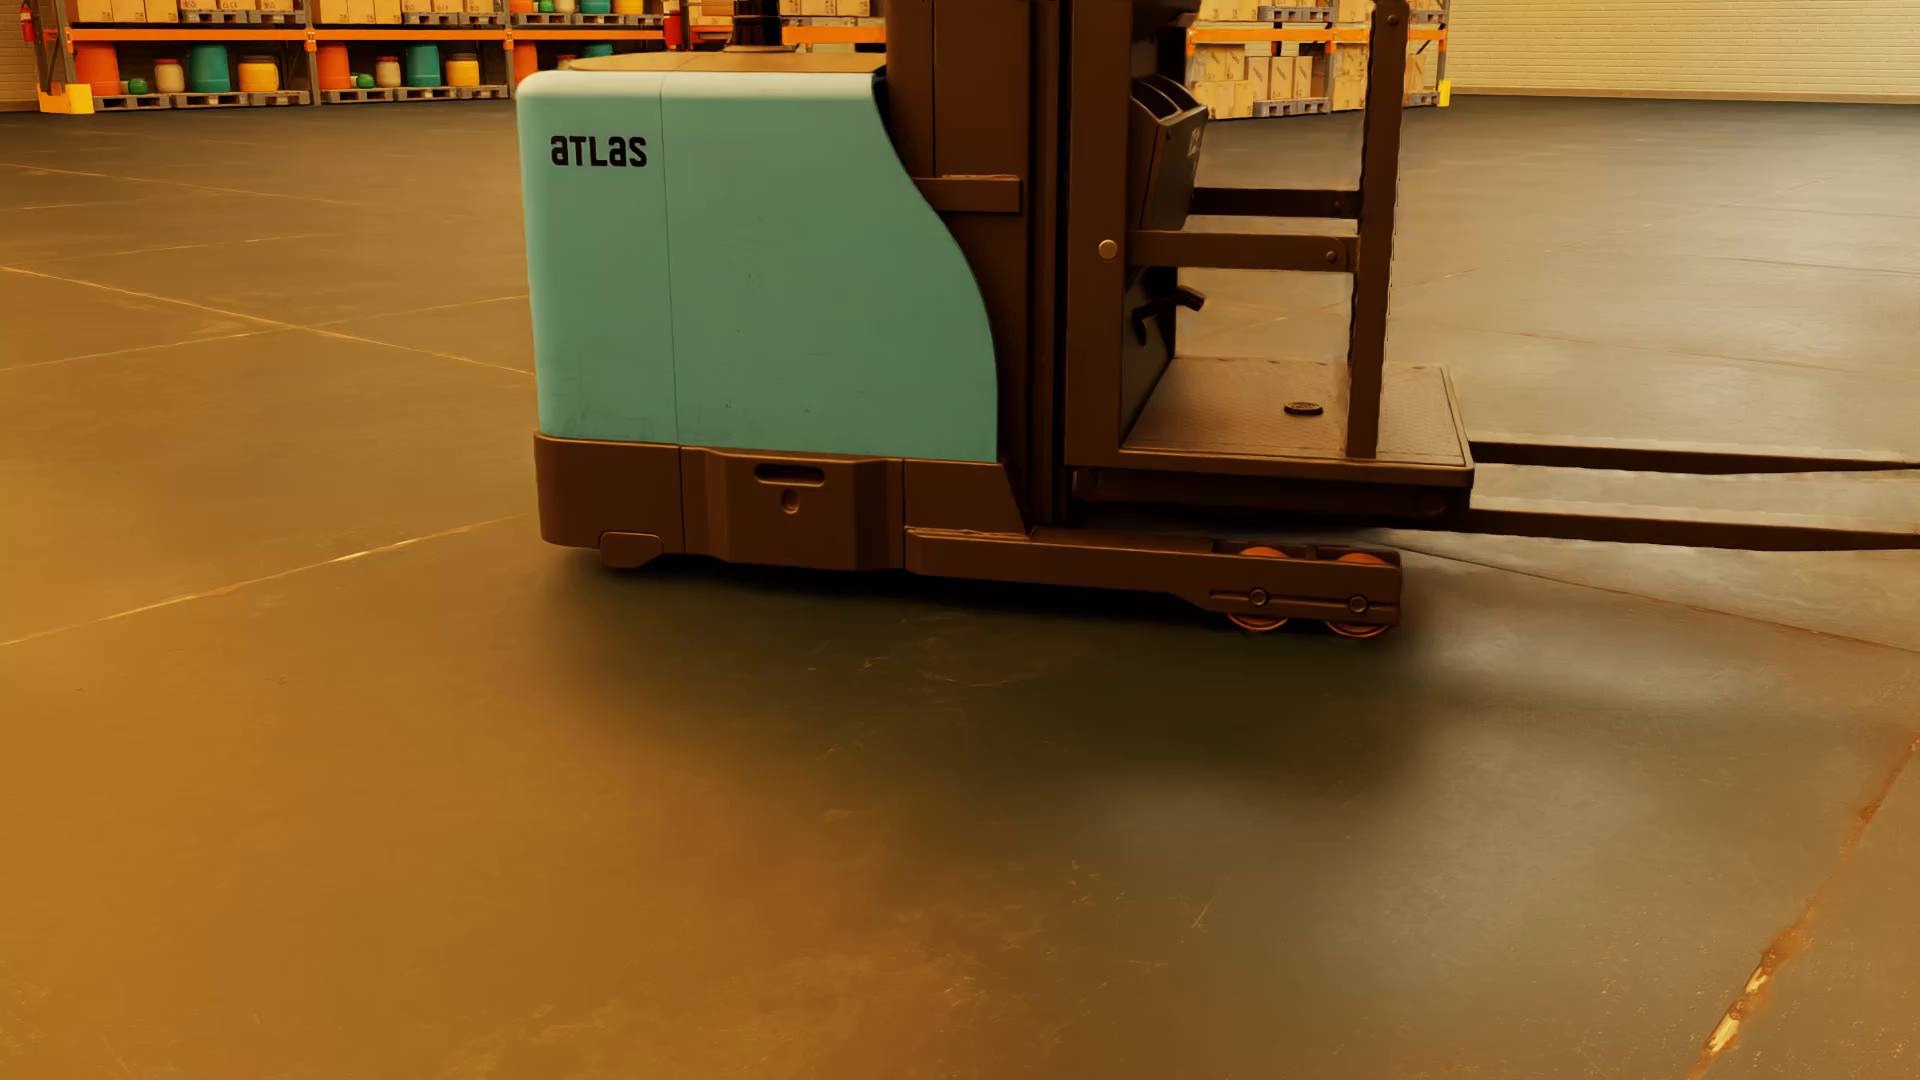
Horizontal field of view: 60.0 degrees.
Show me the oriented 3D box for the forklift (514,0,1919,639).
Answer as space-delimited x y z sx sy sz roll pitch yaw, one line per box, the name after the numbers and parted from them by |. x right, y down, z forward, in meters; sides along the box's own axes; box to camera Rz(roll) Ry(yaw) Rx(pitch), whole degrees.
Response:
0.631 -1.376 3.430 3.031 2.935 1.130 4 17 12 | forklift
